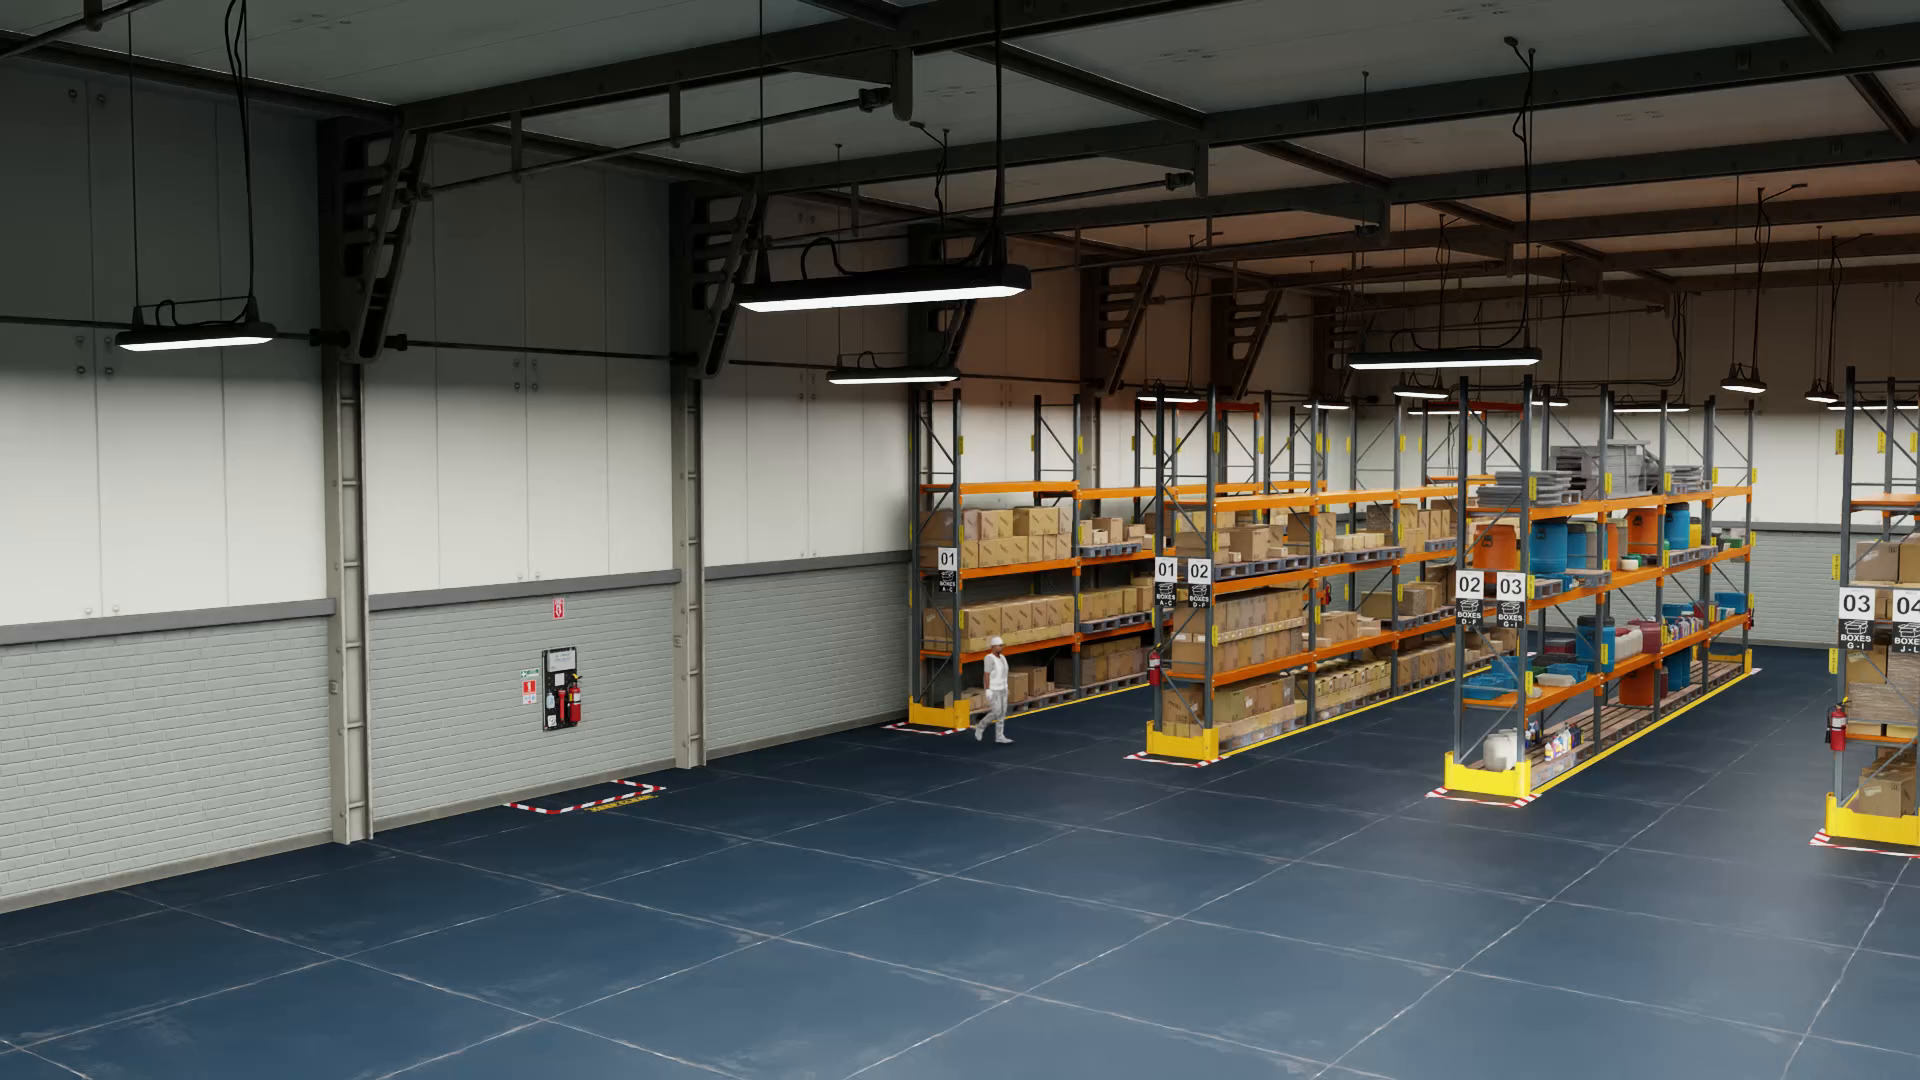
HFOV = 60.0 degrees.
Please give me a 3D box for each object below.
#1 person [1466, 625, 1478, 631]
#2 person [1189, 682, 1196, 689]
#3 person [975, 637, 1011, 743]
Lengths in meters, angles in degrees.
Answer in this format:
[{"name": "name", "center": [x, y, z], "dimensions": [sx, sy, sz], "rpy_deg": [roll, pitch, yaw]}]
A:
[{"name": "person", "center": [13.120, 1.697, 42.649], "dimensions": [0.566, 1.706, 1.078], "rpy_deg": [2, 4, 33]}, {"name": "person", "center": [5.018, 2.211, 34.110], "dimensions": [0.494, 1.620, 0.998], "rpy_deg": [1, 4, 23]}, {"name": "person", "center": [0.578, 2.509, 27.864], "dimensions": [0.599, 1.779, 0.572], "rpy_deg": [2, 4, 31]}]
